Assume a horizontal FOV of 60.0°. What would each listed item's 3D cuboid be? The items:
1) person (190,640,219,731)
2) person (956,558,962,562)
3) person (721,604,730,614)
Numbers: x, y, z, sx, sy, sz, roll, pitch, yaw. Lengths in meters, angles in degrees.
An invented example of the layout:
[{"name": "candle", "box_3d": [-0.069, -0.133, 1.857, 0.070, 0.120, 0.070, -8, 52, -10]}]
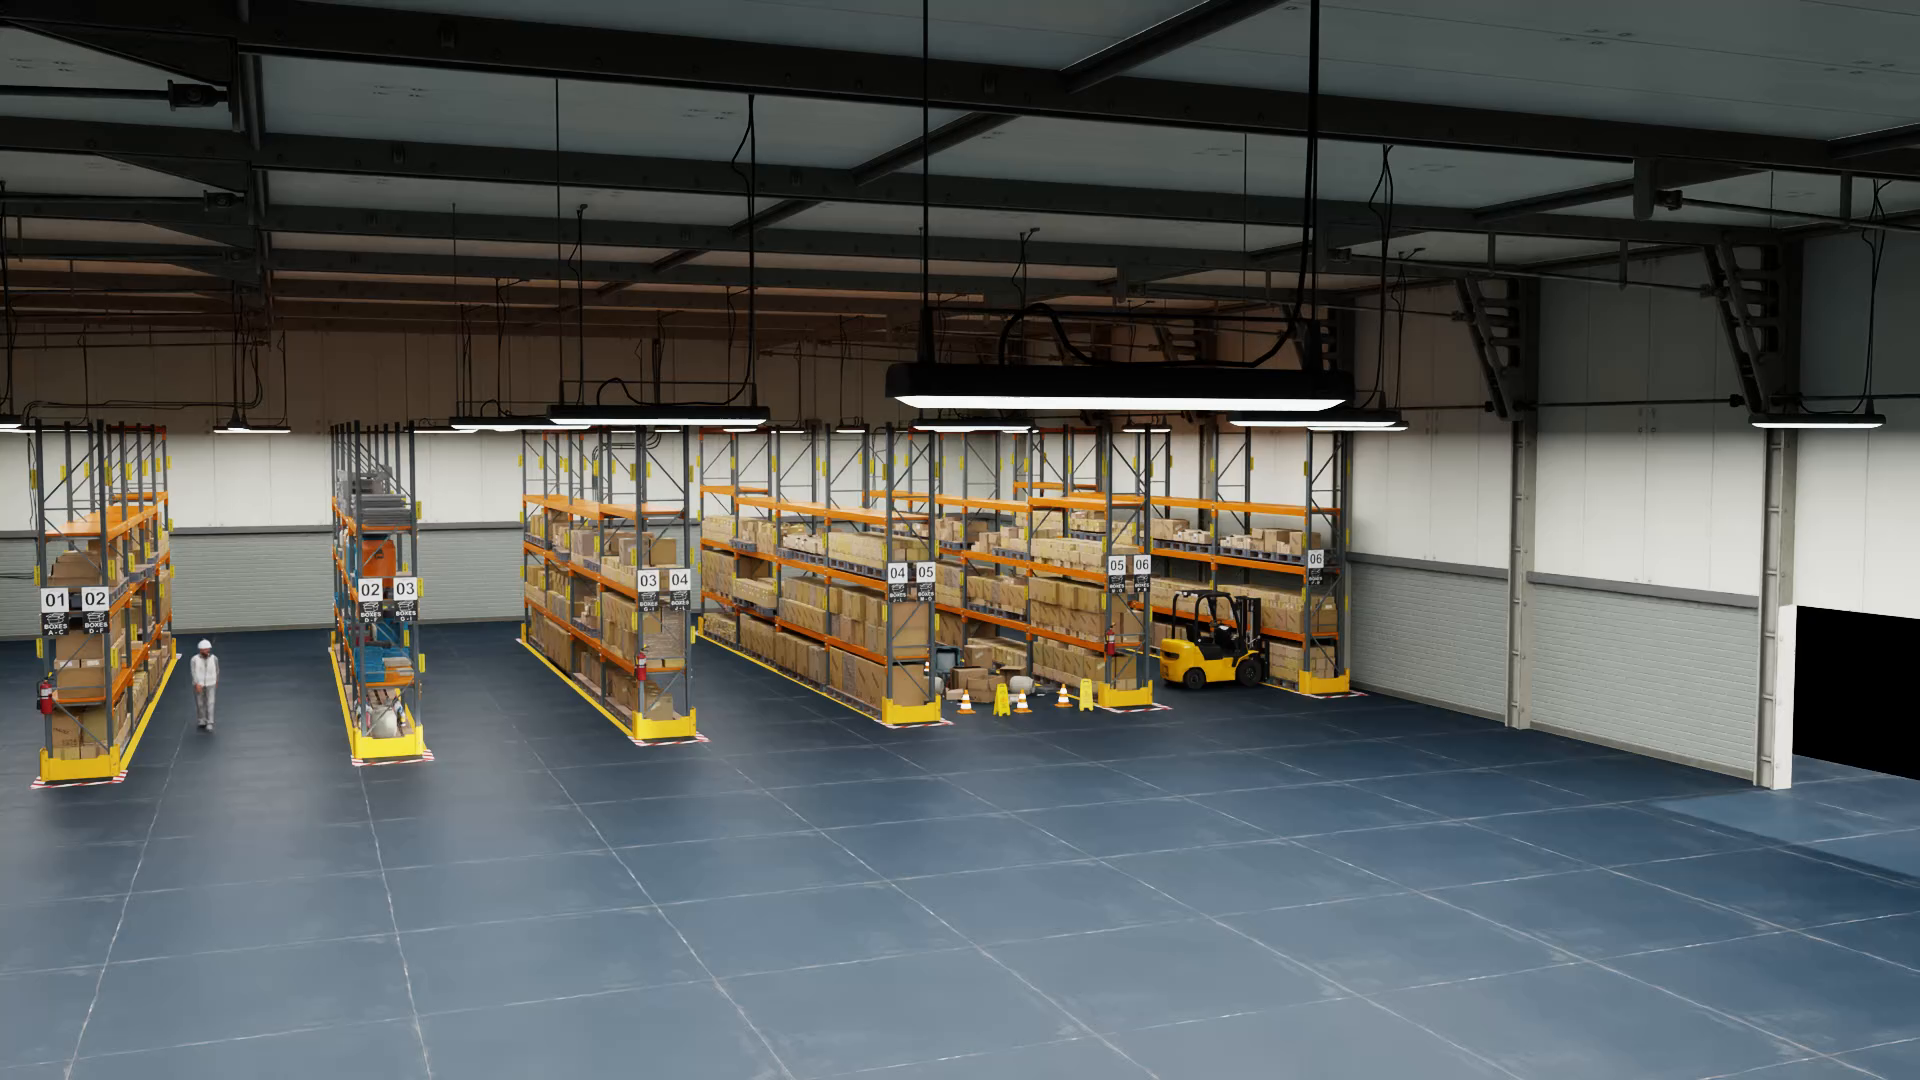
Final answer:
[{"name": "person", "box_3d": [-14.754, 2.819, 32.513, 0.524, 1.723, 0.958, -2, 4, -29]}, {"name": "person", "box_3d": [-0.027, 1.454, 54.391, 1.070, 1.746, 0.523, -3, 5, -38]}, {"name": "person", "box_3d": [-7.140, 1.689, 51.182, 0.478, 1.602, 1.030, -3, 4, -35]}]
